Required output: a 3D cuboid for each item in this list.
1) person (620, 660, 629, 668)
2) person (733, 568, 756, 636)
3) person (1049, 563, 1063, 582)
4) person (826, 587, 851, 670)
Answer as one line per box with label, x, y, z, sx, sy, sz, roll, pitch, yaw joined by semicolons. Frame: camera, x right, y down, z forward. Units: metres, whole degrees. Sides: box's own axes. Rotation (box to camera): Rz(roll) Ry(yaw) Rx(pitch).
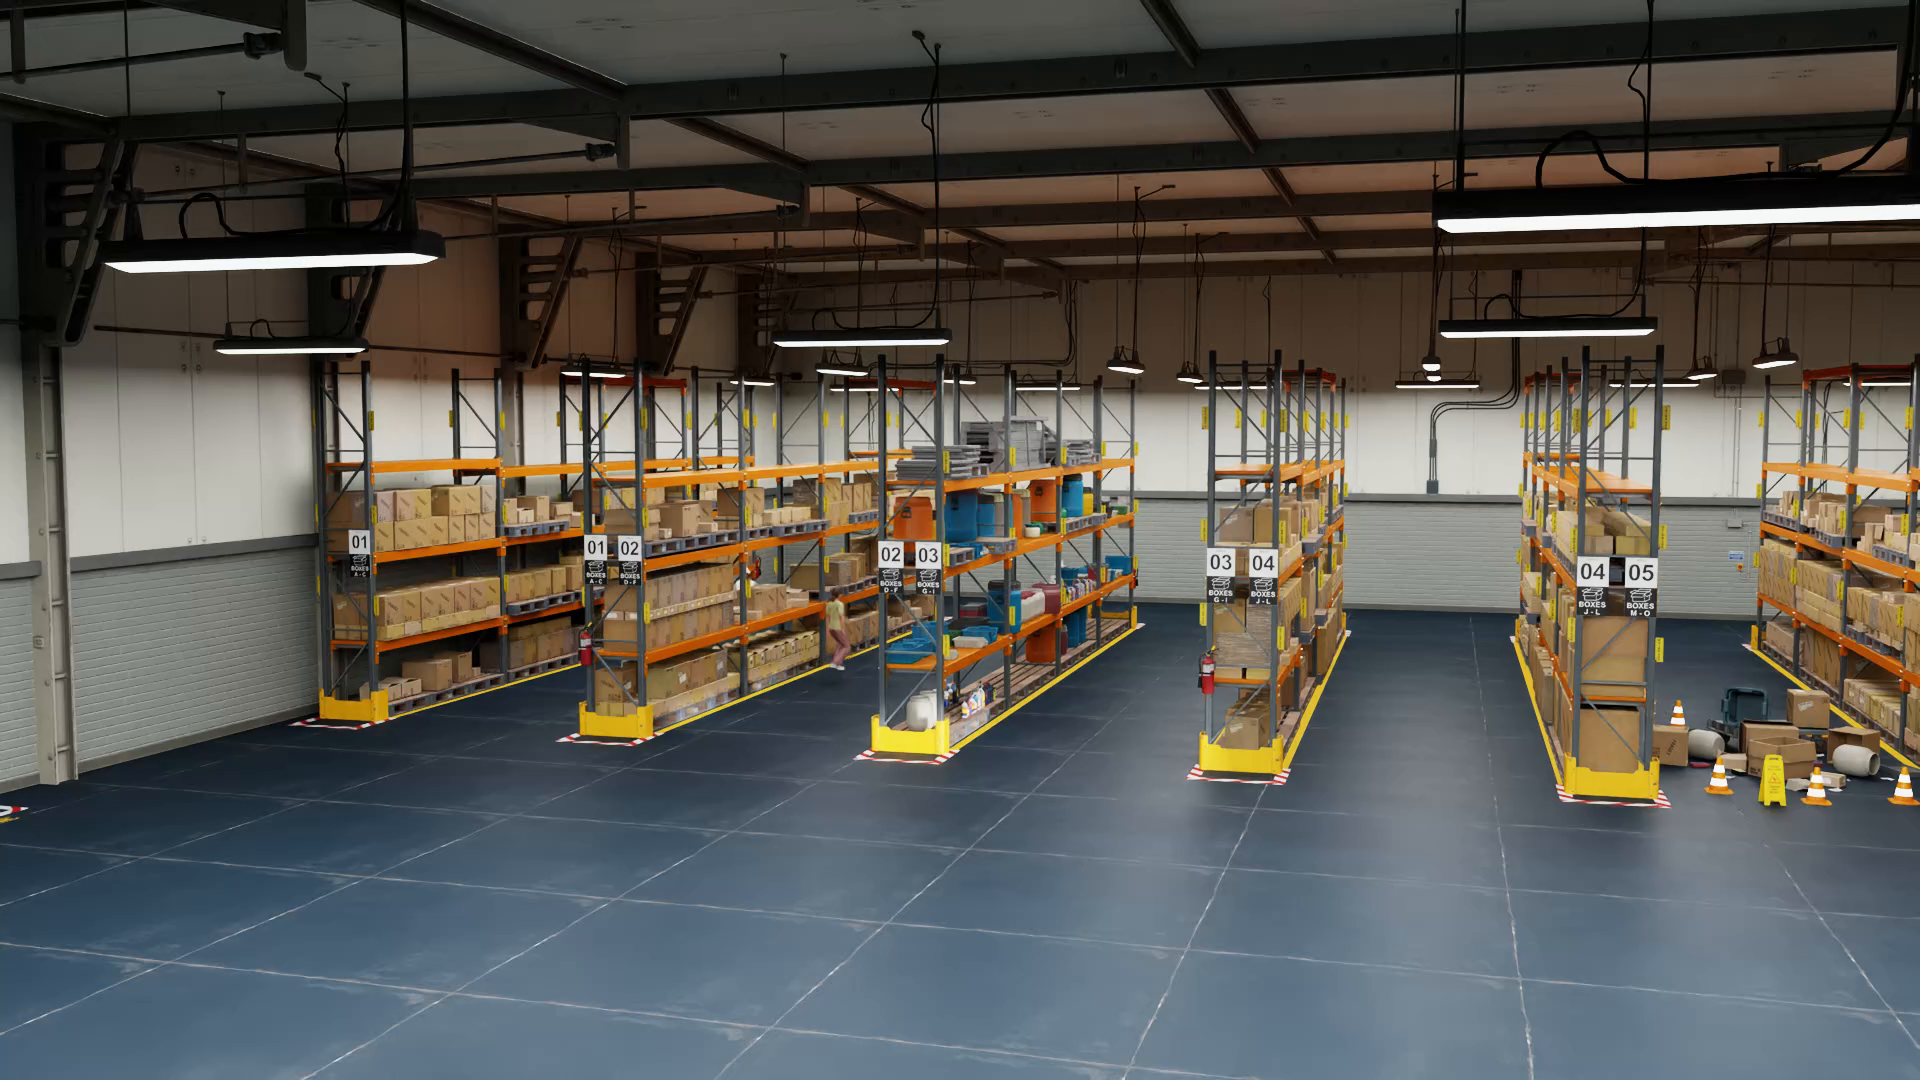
person;-6.164;1.864;31.361;0.632;1.718;1.054;1;4;15
person;-4.790;1.488;36.939;0.577;1.727;1.096;1;4;13
person;2.305;1.359;38.795;1.071;1.724;0.539;-4;6;-44
person;-2.355;1.690;31.928;0.491;1.567;0.598;3;5;40
